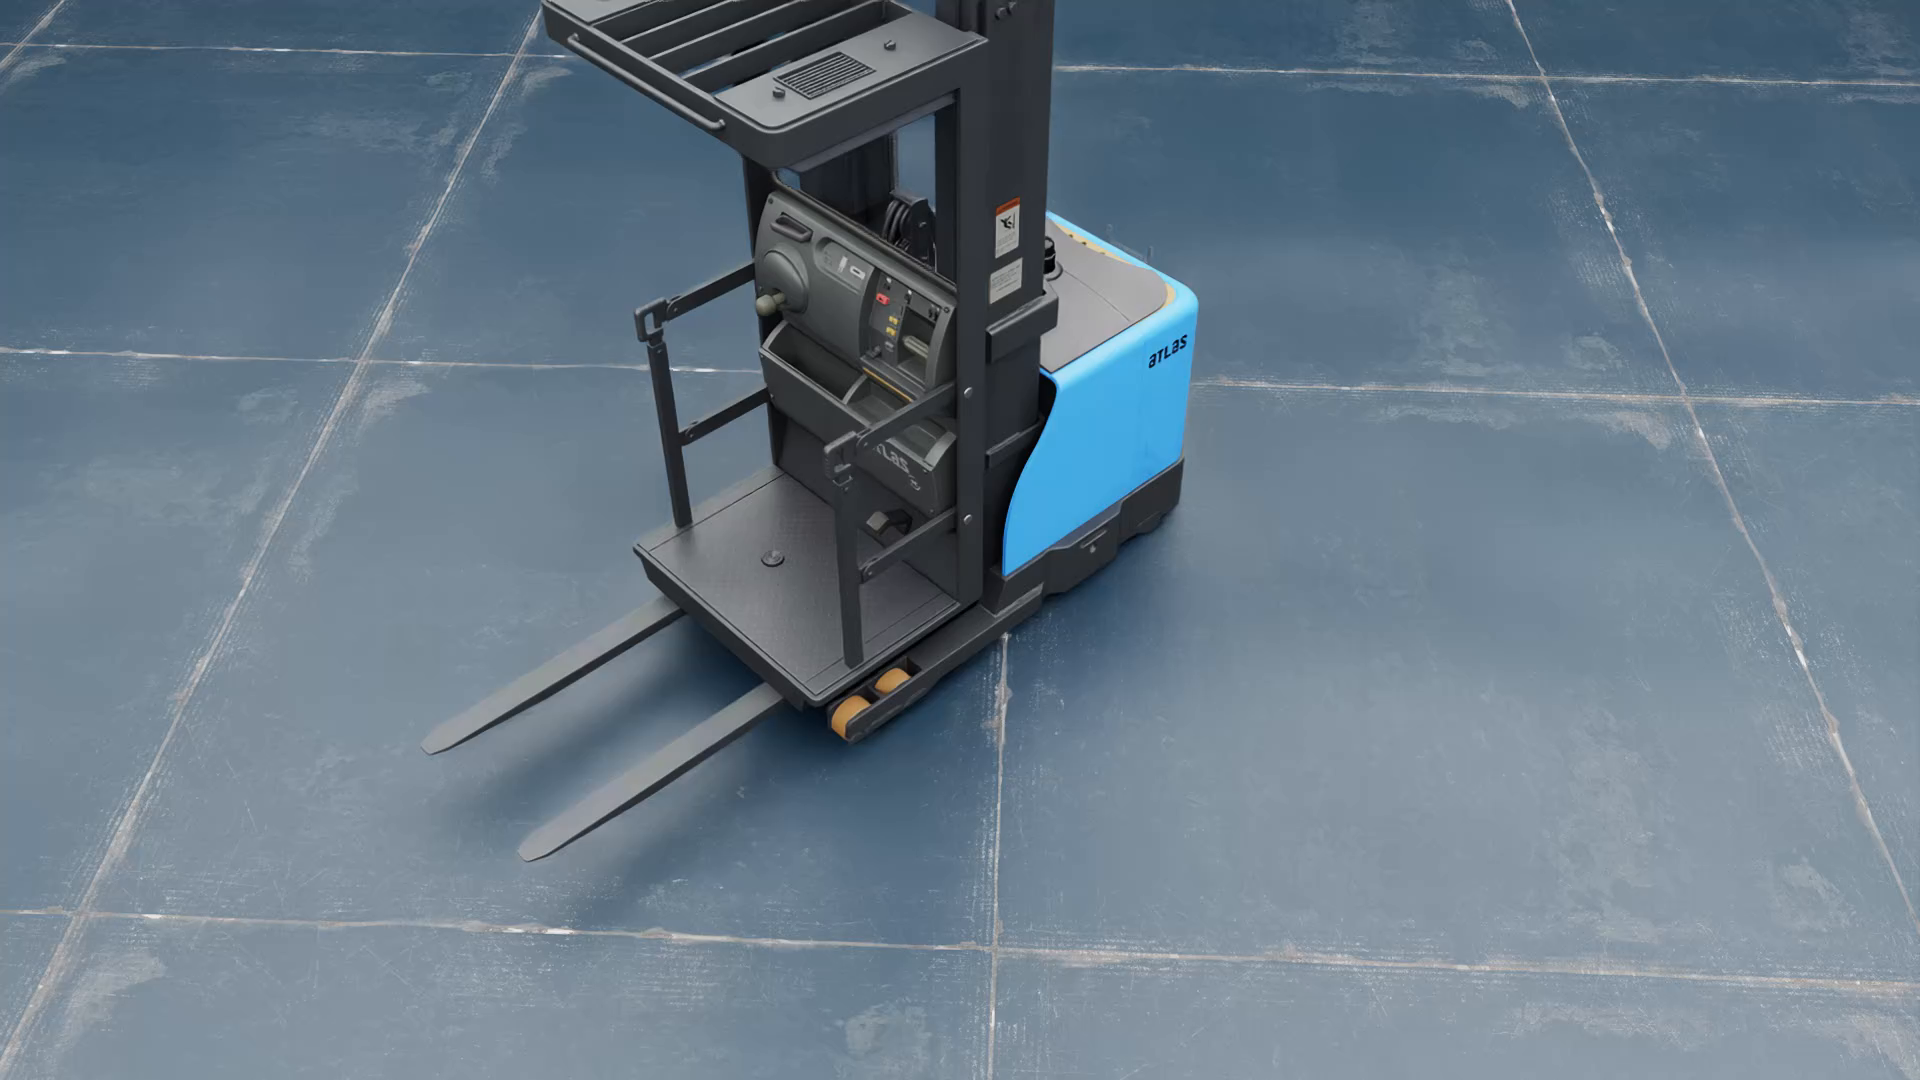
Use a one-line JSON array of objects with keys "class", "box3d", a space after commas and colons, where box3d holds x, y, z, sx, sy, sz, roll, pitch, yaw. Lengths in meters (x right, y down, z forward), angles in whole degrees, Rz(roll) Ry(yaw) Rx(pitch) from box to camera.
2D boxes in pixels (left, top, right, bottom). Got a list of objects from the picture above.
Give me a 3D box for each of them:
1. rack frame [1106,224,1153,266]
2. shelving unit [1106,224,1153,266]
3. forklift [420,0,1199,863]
[{"class": "rack frame", "box3d": [0.670, -0.894, 7.051, 0.006, 0.900, 0.240, -31, 51, -33]}, {"class": "shelving unit", "box3d": [0.597, -0.851, 6.995, 0.210, 0.900, 0.258, -31, 51, -33]}, {"class": "forklift", "box3d": [-0.514, -0.752, 5.407, 3.031, 2.935, 1.130, -33, 52, -30]}]
